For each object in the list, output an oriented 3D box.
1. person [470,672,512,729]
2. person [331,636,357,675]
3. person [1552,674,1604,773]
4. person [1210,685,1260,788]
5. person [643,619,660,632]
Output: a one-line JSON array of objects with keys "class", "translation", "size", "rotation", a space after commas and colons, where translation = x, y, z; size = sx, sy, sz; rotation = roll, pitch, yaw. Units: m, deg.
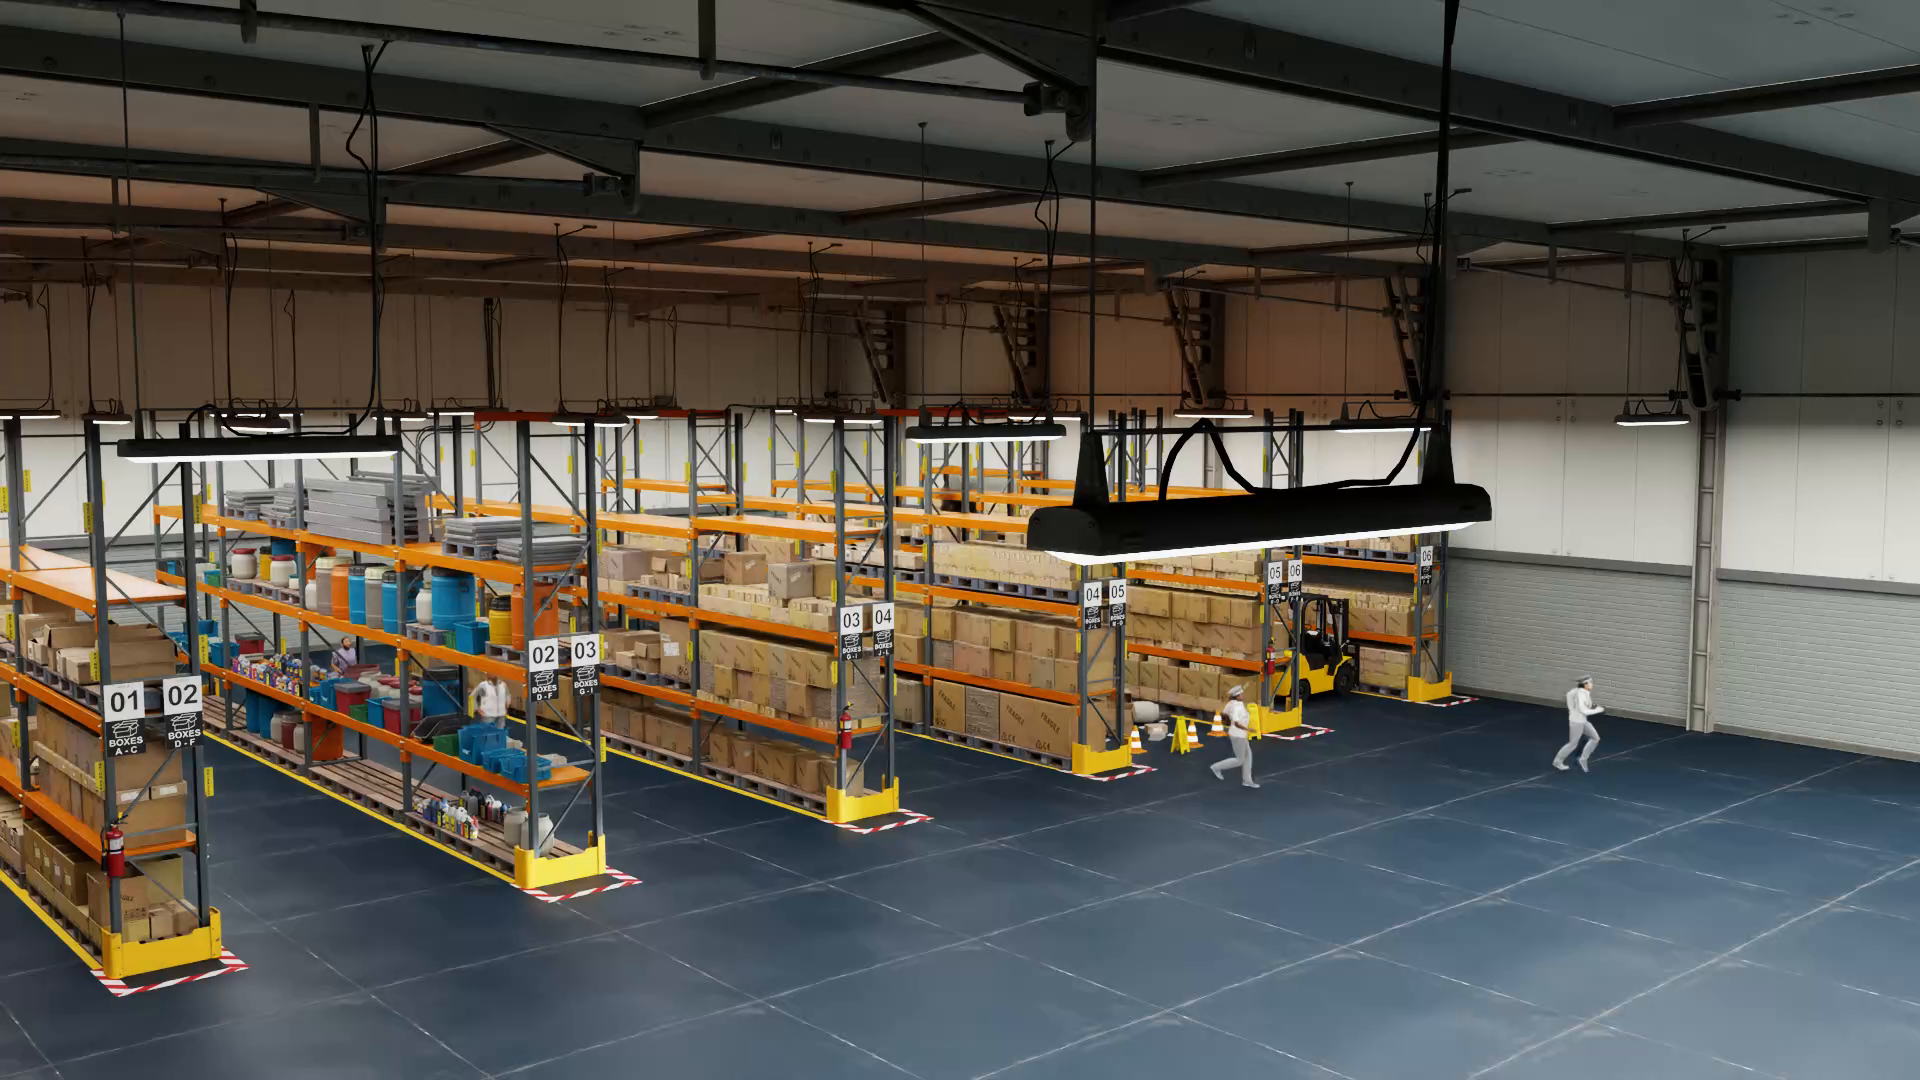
[{"class": "person", "translation": [-7.916, 2.979, 28.288], "size": [0.715, 1.731, 0.522], "rotation": [-5, 7, -43]}, {"class": "person", "translation": [-11.977, 2.679, 32.512], "size": [0.544, 1.601, 0.586], "rotation": [5, 7, 44]}, {"class": "person", "translation": [10.319, 3.054, 27.736], "size": [0.790, 1.680, 0.641], "rotation": [2, 5, 23]}, {"class": "person", "translation": [4.438, 3.165, 26.756], "size": [0.815, 1.701, 0.596], "rotation": [0, 5, 2]}, {"class": "person", "translation": [-7.868, 1.813, 42.046], "size": [0.580, 1.653, 0.904], "rotation": [4, 6, 36]}]
